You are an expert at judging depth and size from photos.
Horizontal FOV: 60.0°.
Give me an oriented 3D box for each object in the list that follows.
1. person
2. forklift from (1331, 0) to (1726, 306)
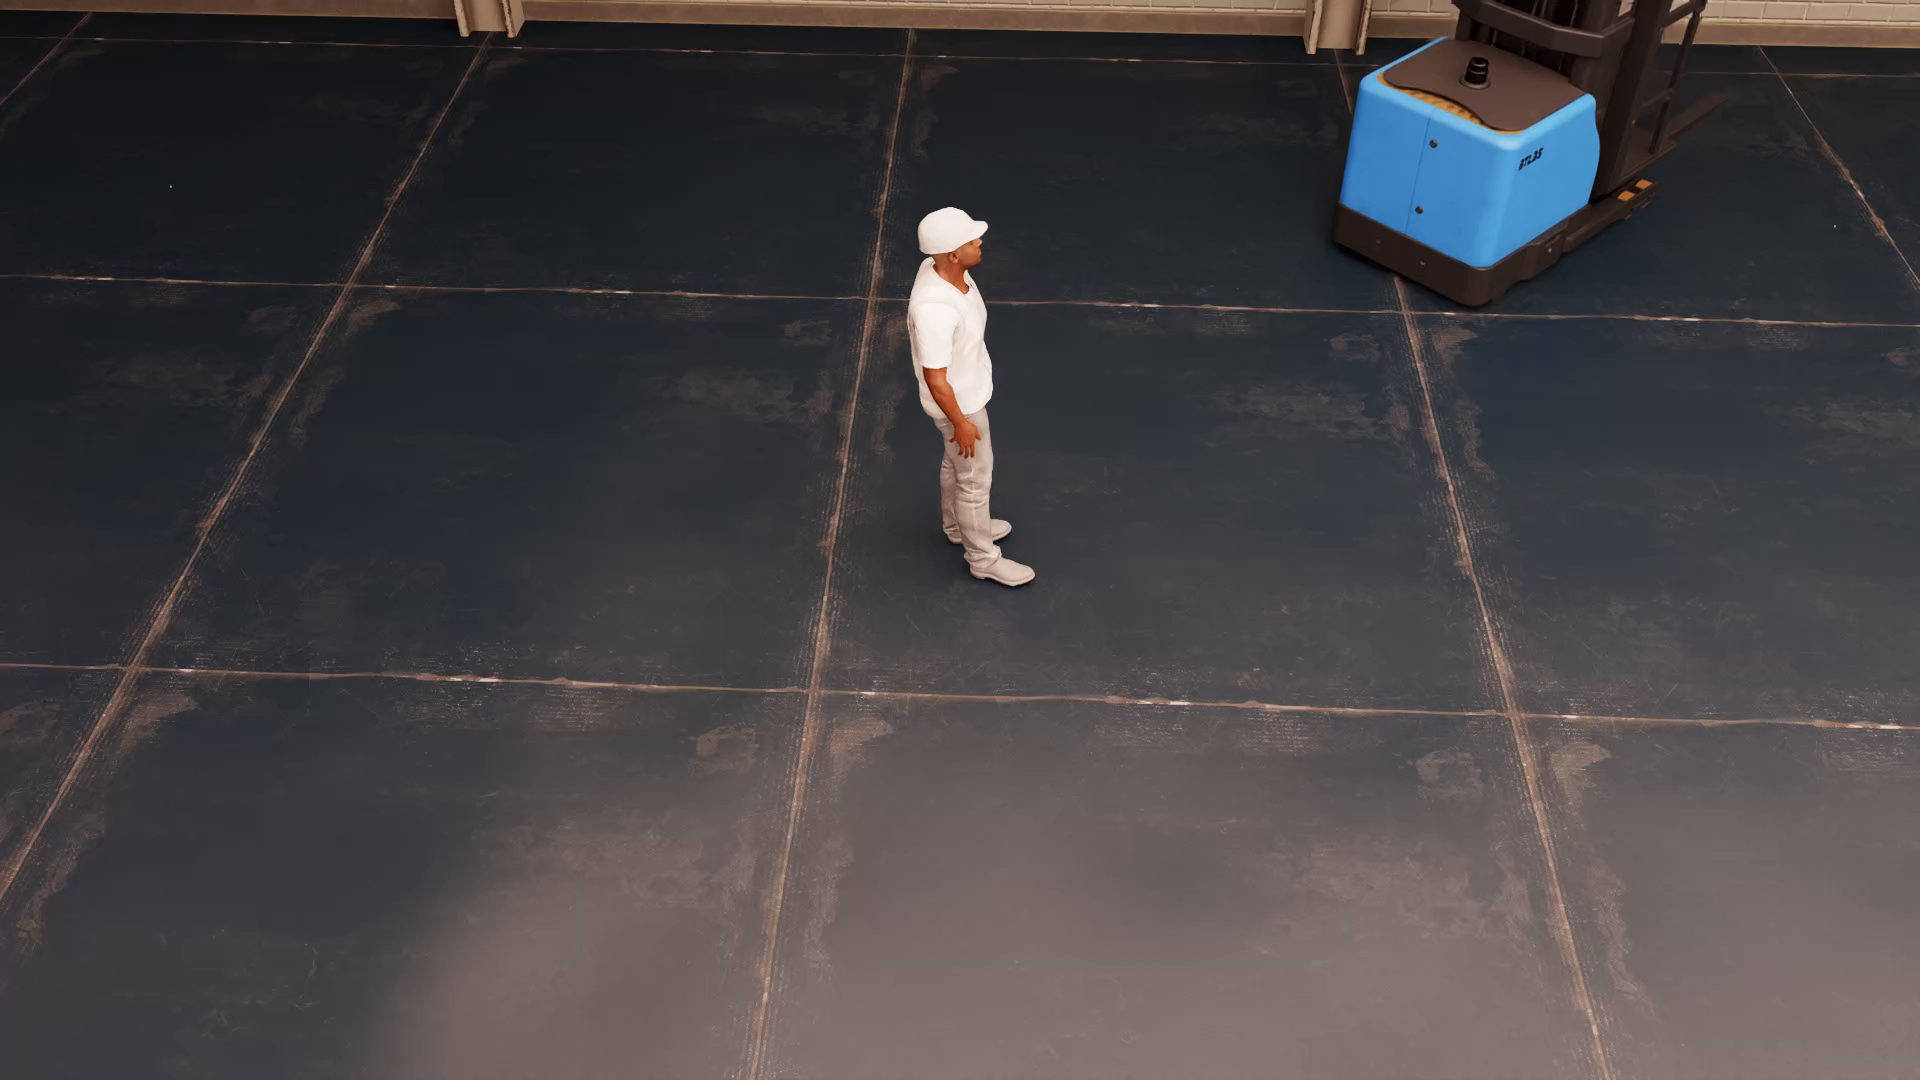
[{"bbox_3d":[0.069,-0.652,7.309,0.577,1.765,0.666,2,42,2],"label":"person"},{"bbox_3d":[3.602,-3.251,9.303,3.031,2.935,1.130,-32,51,-30],"label":"forklift"}]
